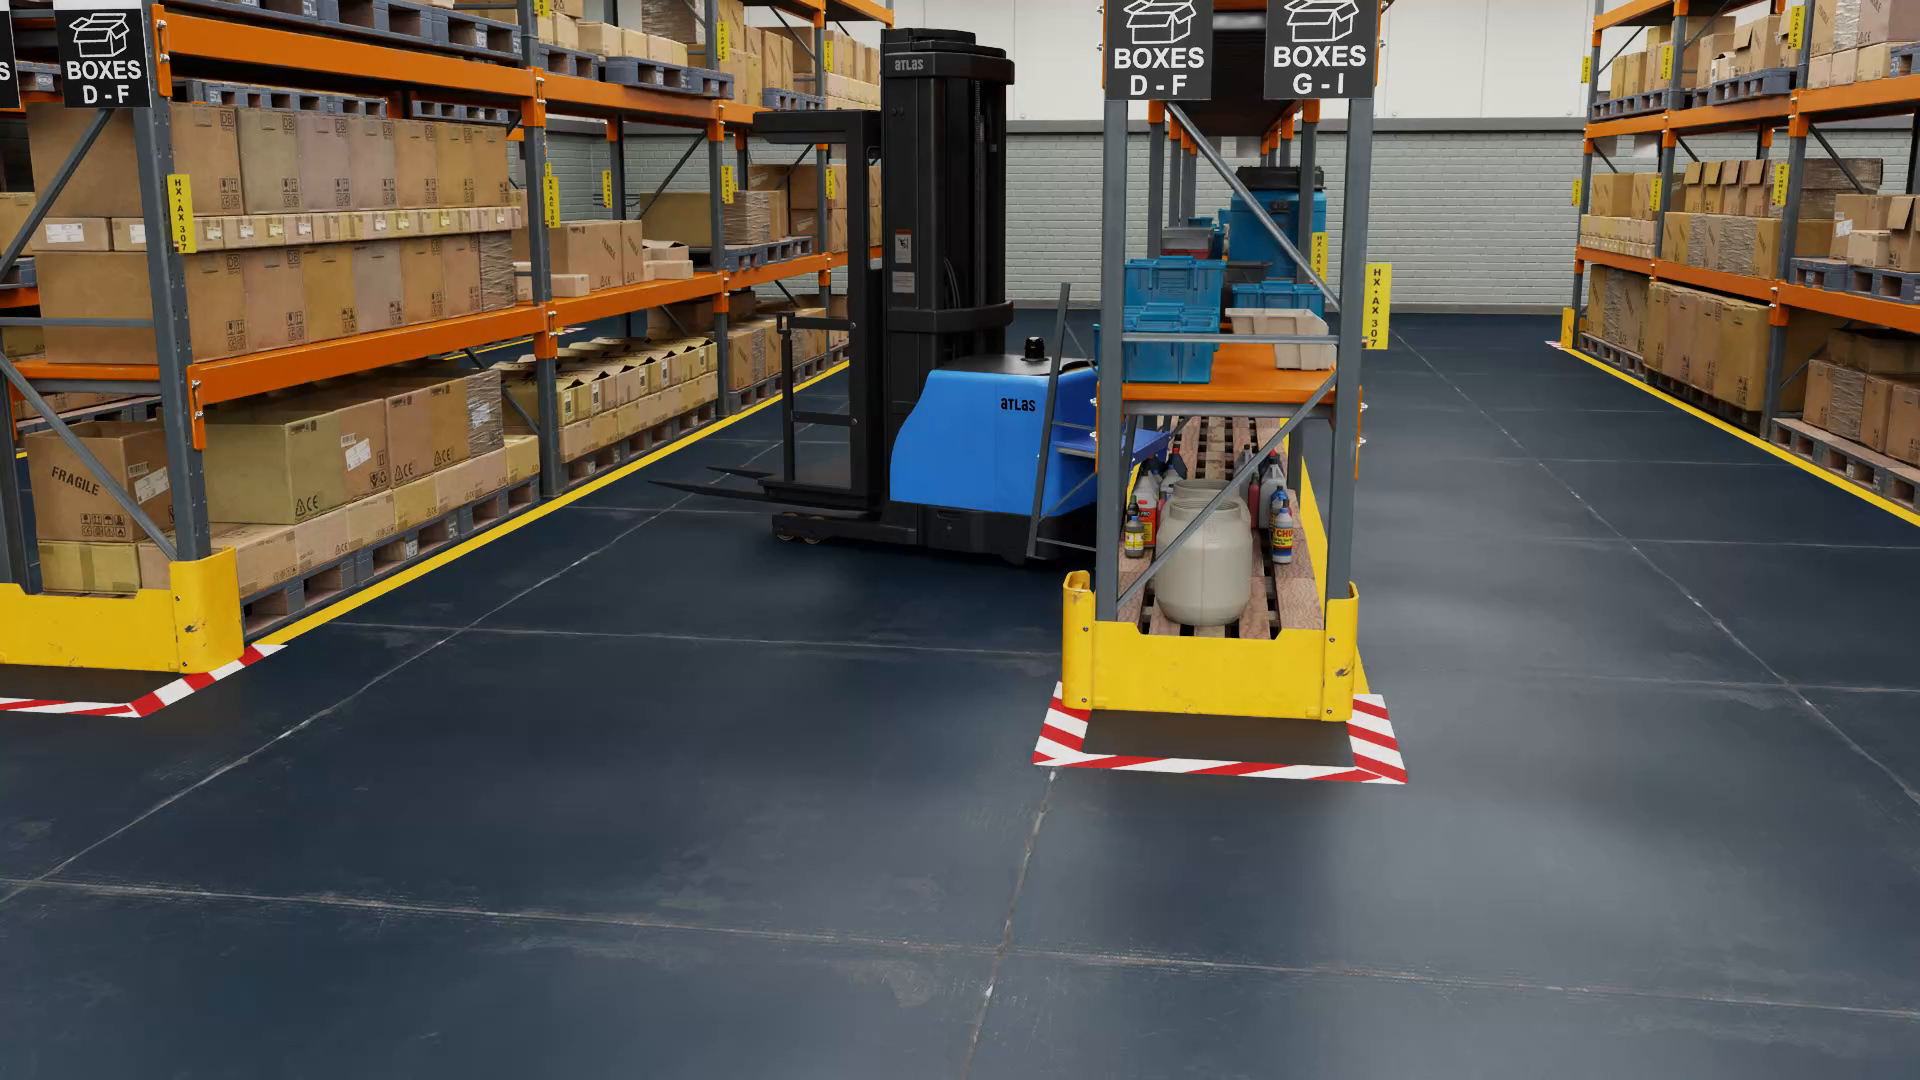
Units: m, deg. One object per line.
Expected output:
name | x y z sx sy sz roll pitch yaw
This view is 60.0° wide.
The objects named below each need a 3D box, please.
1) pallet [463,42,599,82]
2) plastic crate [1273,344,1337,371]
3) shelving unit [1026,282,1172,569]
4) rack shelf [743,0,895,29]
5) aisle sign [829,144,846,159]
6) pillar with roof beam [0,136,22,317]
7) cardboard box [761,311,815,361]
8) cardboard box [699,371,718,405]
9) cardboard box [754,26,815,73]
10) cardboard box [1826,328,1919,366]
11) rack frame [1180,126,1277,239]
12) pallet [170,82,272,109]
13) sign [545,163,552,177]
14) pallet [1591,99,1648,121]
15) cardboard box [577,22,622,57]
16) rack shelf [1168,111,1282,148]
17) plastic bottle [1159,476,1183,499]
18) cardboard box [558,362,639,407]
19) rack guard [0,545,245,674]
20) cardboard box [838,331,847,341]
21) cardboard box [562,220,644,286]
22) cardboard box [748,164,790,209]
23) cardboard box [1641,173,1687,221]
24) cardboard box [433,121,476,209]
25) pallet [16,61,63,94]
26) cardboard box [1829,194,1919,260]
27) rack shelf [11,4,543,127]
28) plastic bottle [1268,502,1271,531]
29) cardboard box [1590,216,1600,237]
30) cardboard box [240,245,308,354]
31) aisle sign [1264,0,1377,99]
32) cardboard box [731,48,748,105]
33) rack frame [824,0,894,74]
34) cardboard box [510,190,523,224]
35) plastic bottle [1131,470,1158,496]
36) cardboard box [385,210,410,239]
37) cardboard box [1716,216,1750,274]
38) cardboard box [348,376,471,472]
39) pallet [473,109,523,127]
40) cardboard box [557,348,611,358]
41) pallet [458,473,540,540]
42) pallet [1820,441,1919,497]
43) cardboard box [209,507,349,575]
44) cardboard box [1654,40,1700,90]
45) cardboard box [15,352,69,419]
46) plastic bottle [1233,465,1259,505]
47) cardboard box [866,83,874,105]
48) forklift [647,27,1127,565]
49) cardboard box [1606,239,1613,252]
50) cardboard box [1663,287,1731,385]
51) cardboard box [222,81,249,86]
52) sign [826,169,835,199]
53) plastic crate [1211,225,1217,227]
pallet | -3.106 -3.329 11.652 0.805 0.209 1.217 1 12 6
plastic crate | 1.506 -0.825 7.326 0.298 0.136 0.250 2 12 9
shelving unit | 0.851 -0.684 9.386 0.538 1.500 1.048 11 13 17
rack shelf | -1.691 -6.433 20.198 1.077 0.370 4.000 2 12 9
aisle sign | -1.663 -5.564 22.522 0.394 0.787 0.004 2 12 9
pillar with roof beam | -4.310 -5.315 13.294 9.100 9.000 0.400 2 12 9
cardboard box | -1.875 -2.215 18.043 0.500 0.500 0.500 2 12 9
cardboard box | -2.453 -1.348 14.659 0.500 0.250 0.500 2 12 10
cardboard box | -1.961 -5.543 18.865 0.700 0.500 0.500 2 12 9
cardboard box | 7.101 -1.502 12.951 0.500 0.250 0.500 2 12 11
rack frame | 2.896 -3.276 18.073 1.000 3.000 0.127 2 12 9
pallet | -7.462 -4.274 16.033 1.213 0.211 1.003 2 12 11
sign | -5.744 -5.091 23.185 0.100 0.325 0.005 2 12 9
pallet | 8.301 -5.216 20.168 1.003 0.211 1.213 2 12 9
cardboard box | -2.874 -3.766 12.587 0.500 0.250 0.500 1 12 4
rack shelf | 2.588 -3.974 15.901 1.077 0.370 4.000 2 12 9
plastic bottle | 1.187 -0.212 9.278 0.152 0.276 0.135 2 12 9
cardboard box | -2.758 -1.197 12.625 0.500 0.311 0.500 1 12 7
rack guard | -3.847 0.288 7.471 1.175 0.500 0.348 2 12 9
cardboard box | -1.597 -2.528 20.284 0.380 0.166 0.250 2 12 9
cardboard box | -2.855 -2.303 13.324 0.500 0.500 0.500 1 12 6
cardboard box | -2.176 -4.088 19.233 0.500 0.500 0.500 2 12 9
cardboard box | 7.596 -3.658 17.718 0.500 0.500 0.500 2 12 10
cardboard box | -3.367 -2.257 10.029 0.700 0.500 0.500 2 12 9
pallet | -7.767 -3.647 13.122 1.213 0.211 1.003 2 12 9
cardboard box | 7.131 -2.423 12.883 0.500 0.500 0.500 0 12 2
rack shelf | -3.536 -2.470 8.922 1.077 0.370 4.000 2 12 9
plastic bottle | 1.752 -0.148 9.157 0.097 0.201 0.097 0 12 0
cardboard box | 7.991 -3.820 20.251 0.500 0.250 0.500 2 12 8
cardboard box | -3.683 -1.194 8.177 0.700 0.500 0.500 2 12 10
aisle sign | 1.328 -2.024 6.095 0.394 0.787 0.004 2 12 9
cardboard box | -2.501 -4.318 15.551 0.910 0.500 0.500 2 12 9
rack frame | -1.383 -7.202 22.053 1.000 3.000 0.127 2 12 9
cardboard box | -6.448 -4.318 22.196 0.980 0.700 0.700 2 12 8
plastic bottle | 1.008 -0.209 9.089 0.144 0.351 0.185 2 12 11
cardboard box | -3.293 -1.754 9.237 0.380 0.149 0.250 2 12 11
cardboard box | 7.165 -2.654 14.951 0.500 0.500 0.500 1 12 7
cardboard box | -3.246 -0.688 9.815 0.500 0.500 0.500 2 12 9
pallet | -6.382 -5.698 22.402 1.003 0.211 1.213 2 12 9
cardboard box | -3.137 -1.424 13.682 0.500 0.311 0.500 2 12 7
pallet | -3.392 -0.244 10.626 1.003 0.211 1.213 2 12 9
pallet | 6.863 -0.504 11.829 1.003 0.211 1.213 2 12 9
cardboard box | -3.468 -0.009 8.444 0.500 0.250 0.500 2 12 9
cardboard box | 7.851 -5.050 17.712 0.700 0.500 0.500 1 12 5
cardboard box | -7.879 -1.292 13.759 0.700 0.500 0.500 2 12 9
plastic bottle | 1.671 -0.310 9.734 0.152 0.276 0.135 2 12 9
cardboard box | -1.367 -5.584 20.833 0.500 0.250 0.500 2 12 9
forklift | -0.541 -1.498 9.989 3.031 2.935 1.130 7 14 29
cardboard box | 7.789 -3.442 19.440 0.380 0.149 0.250 2 12 7
cardboard box | 7.574 -1.962 16.024 1.225 0.875 0.875 1 12 7
cardboard box | -7.461 -4.709 16.323 0.700 0.500 0.500 1 12 6
sign | -1.449 -3.986 18.620 0.100 0.325 0.005 2 12 9
plastic crate | 3.046 -3.878 21.124 0.416 0.233 0.300 2 12 9
